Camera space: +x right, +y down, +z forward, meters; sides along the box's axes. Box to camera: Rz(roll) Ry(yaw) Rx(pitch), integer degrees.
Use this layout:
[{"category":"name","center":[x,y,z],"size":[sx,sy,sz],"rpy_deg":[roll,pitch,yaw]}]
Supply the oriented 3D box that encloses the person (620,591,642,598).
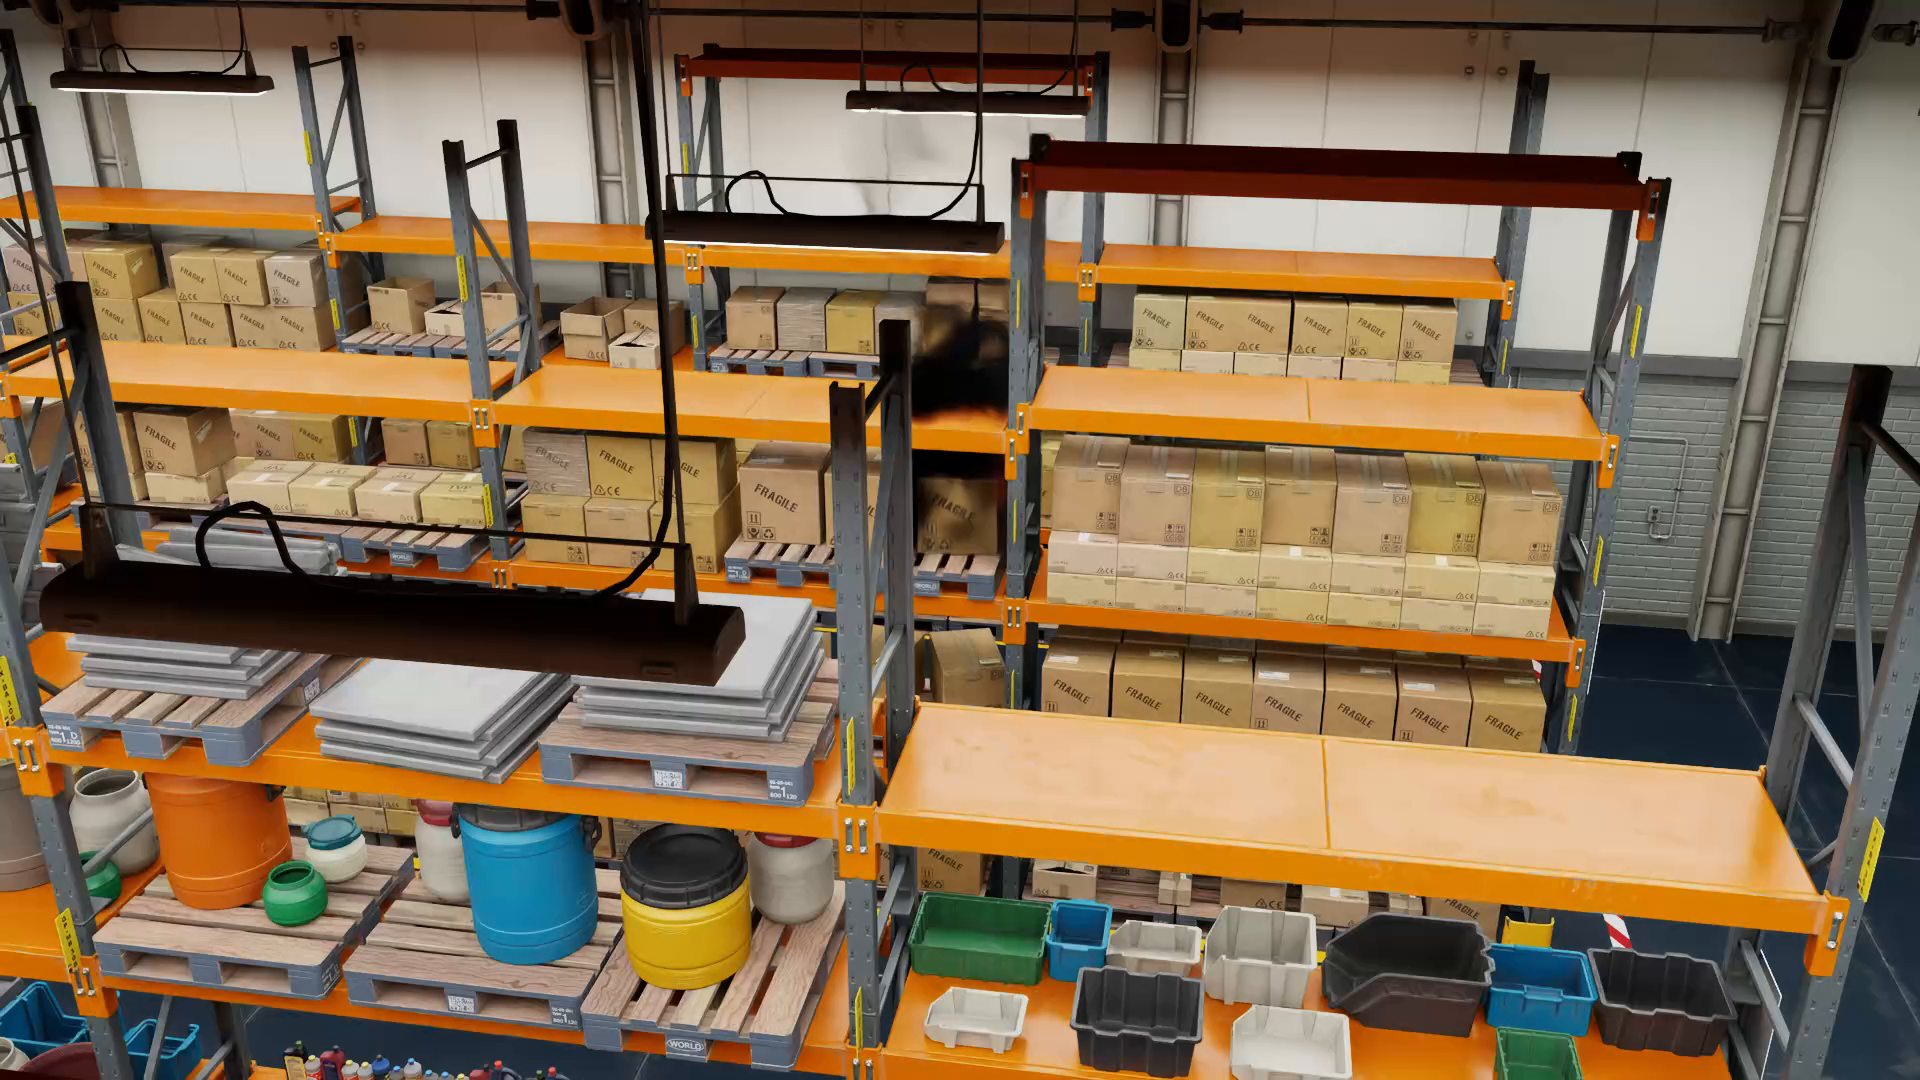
[{"category":"person","center":[-3.122,0.989,16.042],"size":[0.597,1.589,0.645],"rpy_deg":[2,23,5]}]
